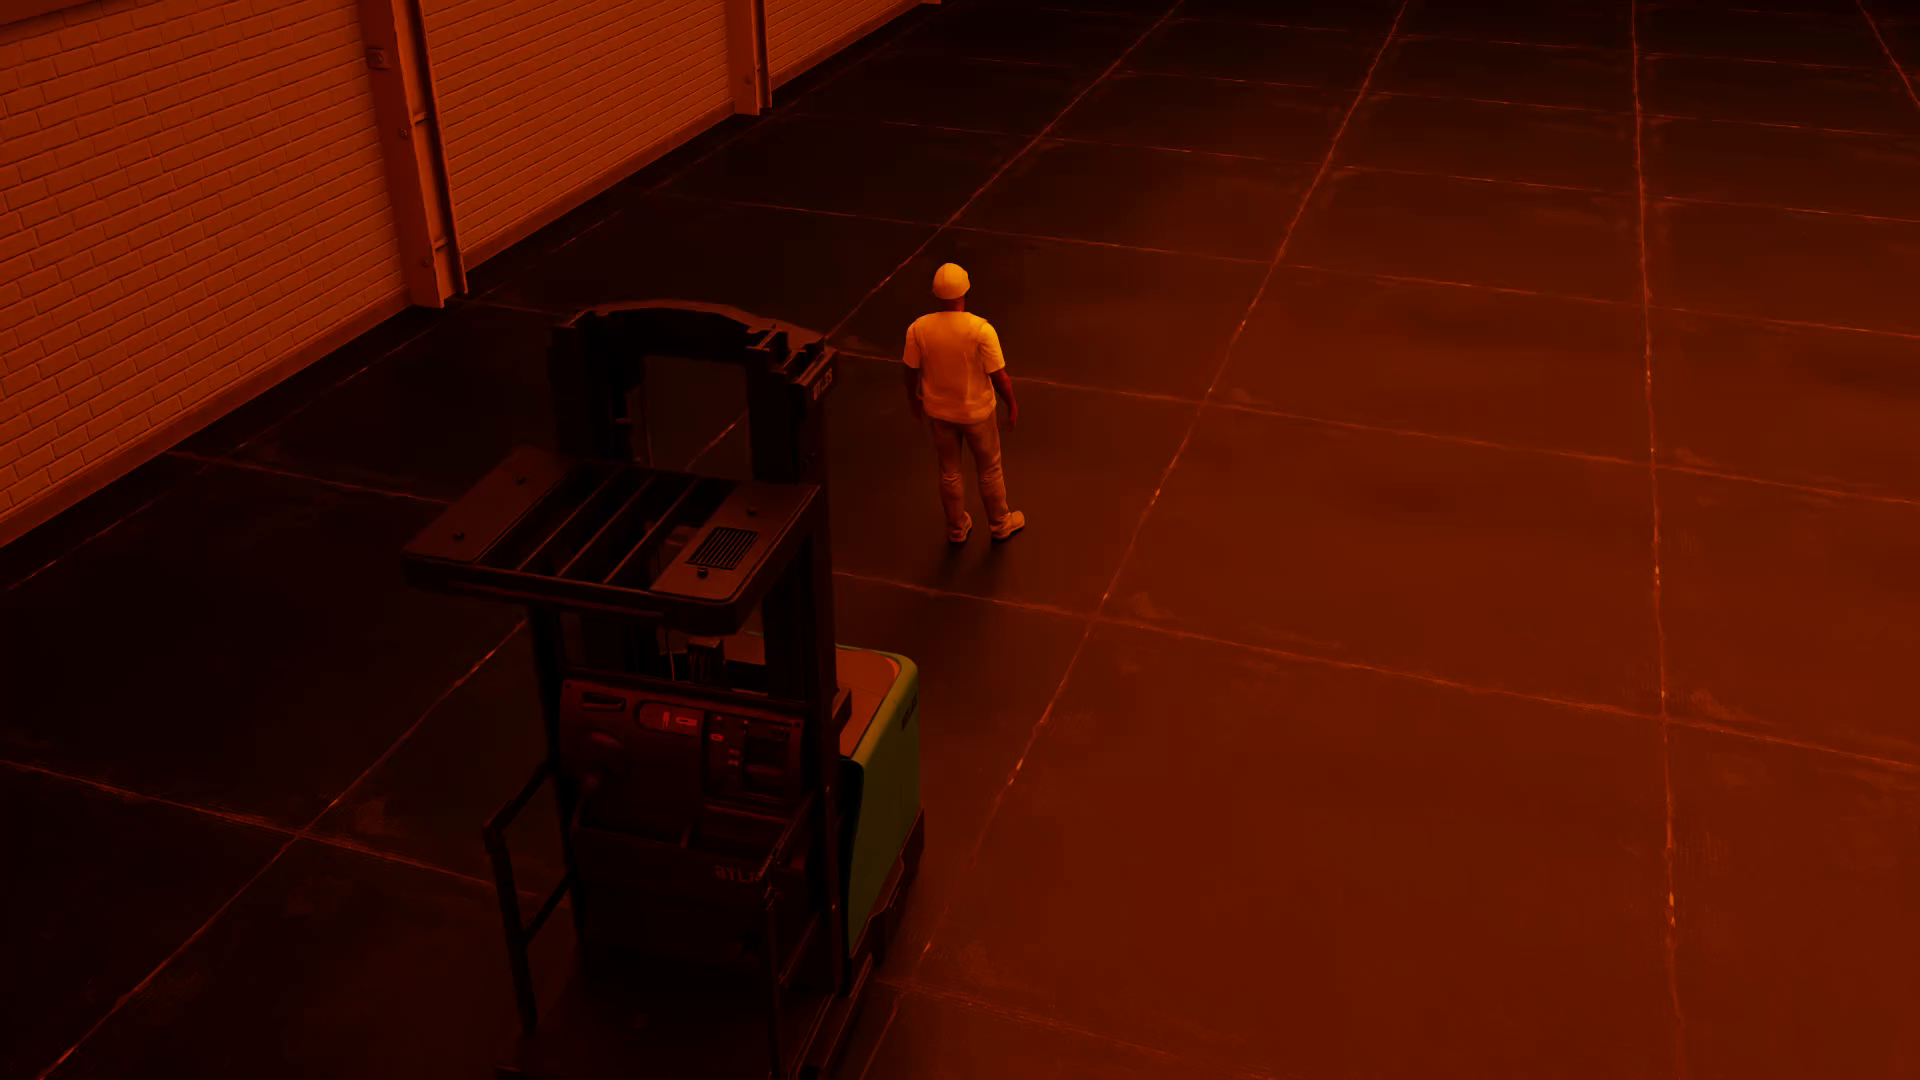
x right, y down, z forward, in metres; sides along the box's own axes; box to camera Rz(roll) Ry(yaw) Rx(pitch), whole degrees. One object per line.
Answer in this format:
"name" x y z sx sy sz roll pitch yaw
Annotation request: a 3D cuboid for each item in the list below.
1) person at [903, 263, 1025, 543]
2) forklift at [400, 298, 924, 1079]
"person" 0.028 -0.806 9.711 0.665 1.768 0.575 10 31 16
"forklift" -1.053 0.789 5.752 1.130 2.935 3.031 8 31 14
